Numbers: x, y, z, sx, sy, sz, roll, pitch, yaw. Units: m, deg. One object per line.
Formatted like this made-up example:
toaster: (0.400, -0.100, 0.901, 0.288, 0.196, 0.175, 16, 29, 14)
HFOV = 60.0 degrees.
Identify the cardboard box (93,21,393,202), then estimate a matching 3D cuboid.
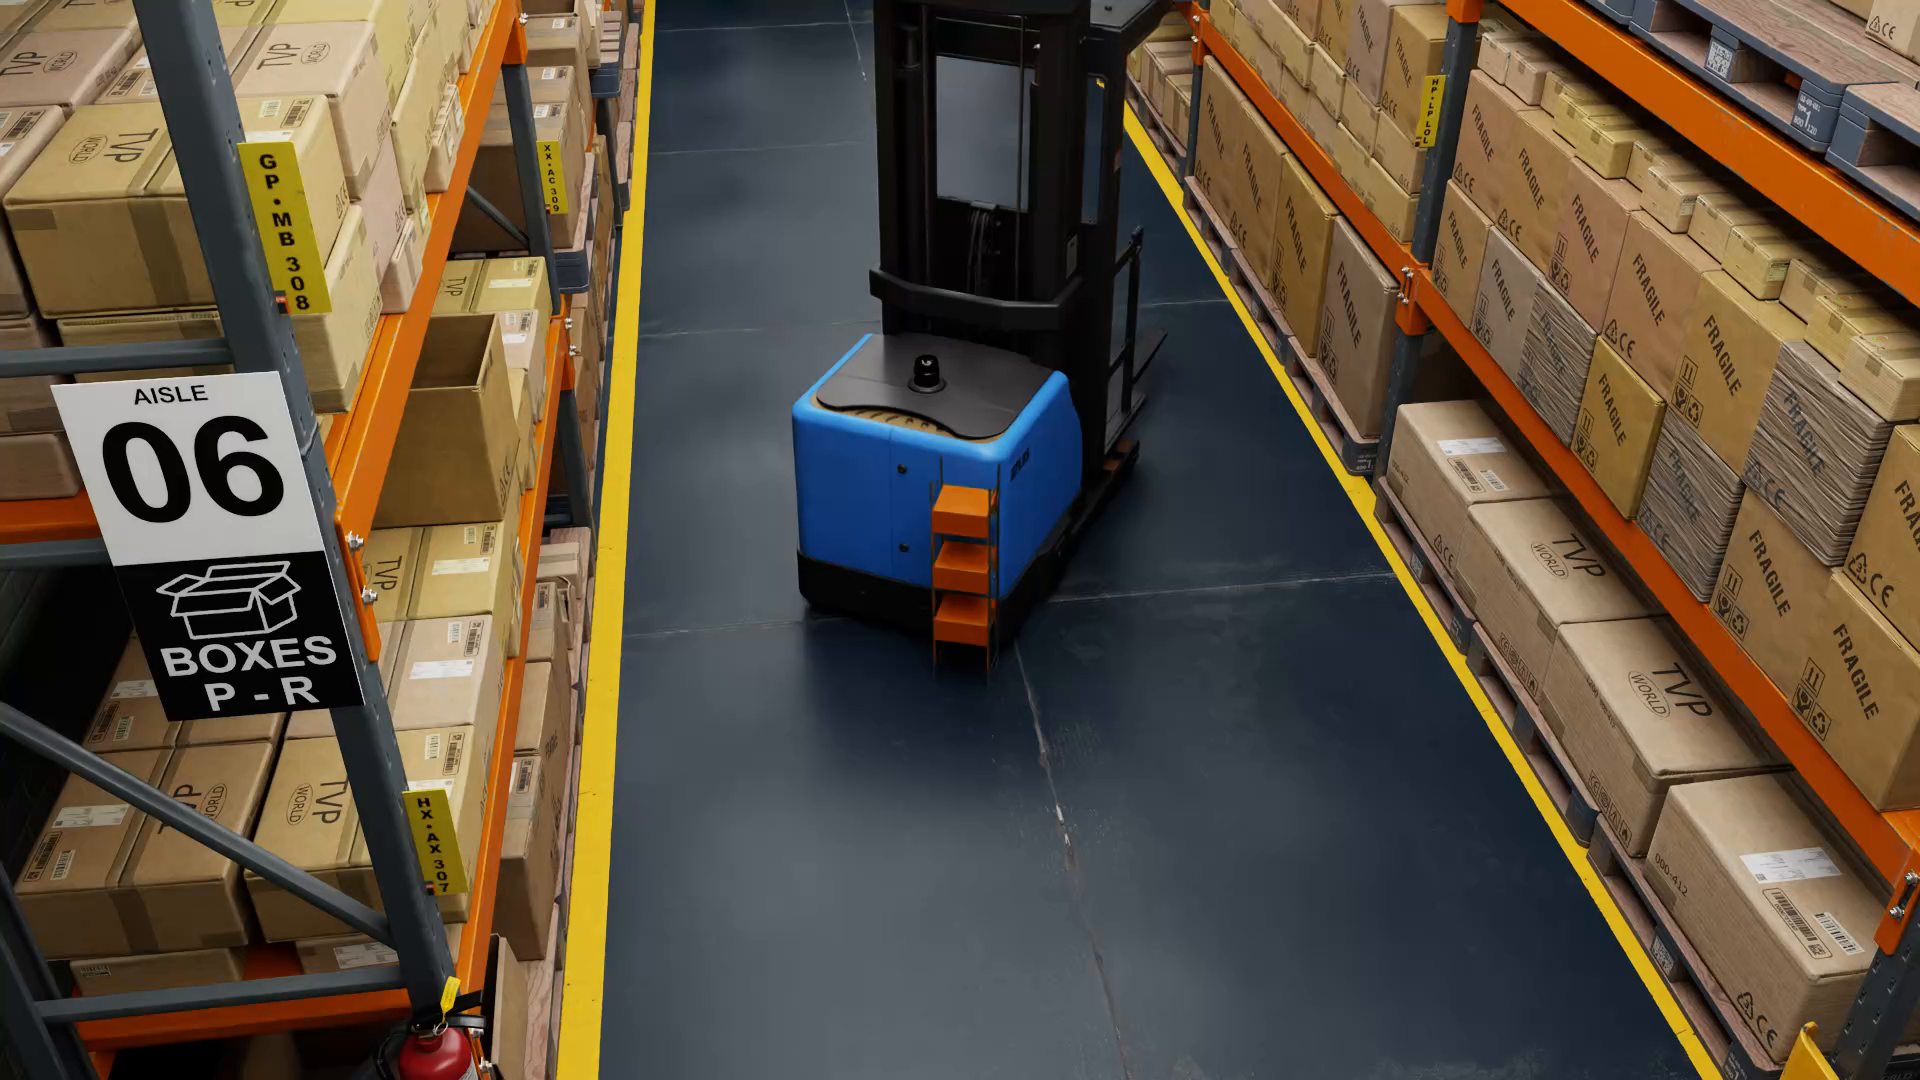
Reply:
cardboard box: (-1.598, -0.967, 3.766, 0.500, 0.250, 0.500, -5, 35, -7)

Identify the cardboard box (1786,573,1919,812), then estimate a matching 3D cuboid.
cardboard box: (2.853, 0.424, 4.876, 0.500, 0.500, 0.500, -4, 34, -6)

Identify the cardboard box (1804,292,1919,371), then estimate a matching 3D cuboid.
cardboard box: (2.765, -0.615, 4.936, 0.380, 0.149, 0.250, -4, 34, -5)

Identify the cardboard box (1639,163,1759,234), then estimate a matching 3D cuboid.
cardboard box: (2.614, -1.193, 5.785, 0.380, 0.149, 0.250, -4, 35, -6)

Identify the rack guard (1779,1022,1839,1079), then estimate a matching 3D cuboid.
rack guard: (3.184, 1.761, 5.223, 1.175, 0.500, 0.348, -4, 35, -6)

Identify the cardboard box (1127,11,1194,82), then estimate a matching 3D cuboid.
cardboard box: (1.835, -3.988, 13.400, 0.950, 0.372, 0.625, -3, 34, -5)

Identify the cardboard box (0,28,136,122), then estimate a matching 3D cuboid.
cardboard box: (-2.143, -0.932, 3.715, 0.500, 0.250, 0.500, -5, 35, -8)

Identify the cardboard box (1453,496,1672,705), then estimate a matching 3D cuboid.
cardboard box: (2.742, 0.225, 7.158, 0.875, 0.438, 0.875, -5, 35, -8)

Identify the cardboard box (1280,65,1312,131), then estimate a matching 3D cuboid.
cardboard box: (2.142, -2.542, 9.450, 0.500, 0.250, 0.500, -4, 35, -6)

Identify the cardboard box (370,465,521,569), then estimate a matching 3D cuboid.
cardboard box: (-1.761, -0.090, 5.587, 0.500, 0.250, 0.500, -5, 35, -8)

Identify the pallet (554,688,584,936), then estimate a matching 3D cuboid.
pallet: (-2.017, 1.078, 6.481, 1.003, 0.211, 1.213, -4, 35, -6)

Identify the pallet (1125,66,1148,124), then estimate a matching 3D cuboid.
pallet: (1.840, -3.713, 13.511, 1.003, 0.211, 1.213, -4, 35, -6)

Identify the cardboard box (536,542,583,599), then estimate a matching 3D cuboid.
cardboard box: (-1.909, 0.153, 7.520, 0.380, 0.149, 0.250, -5, 35, -8)

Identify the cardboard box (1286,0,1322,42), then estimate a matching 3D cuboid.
cardboard box: (2.124, -3.063, 9.104, 0.500, 0.500, 0.500, -4, 34, -6)

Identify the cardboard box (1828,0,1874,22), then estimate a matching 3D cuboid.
cardboard box: (3.058, -1.918, 5.186, 0.500, 0.500, 0.500, -4, 34, -6)

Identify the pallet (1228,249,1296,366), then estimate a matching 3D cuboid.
pallet: (2.297, -1.473, 10.224, 1.003, 0.211, 1.213, -4, 35, -6)

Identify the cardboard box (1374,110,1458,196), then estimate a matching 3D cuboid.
cardboard box: (2.342, -1.890, 8.049, 0.500, 0.250, 0.500, -4, 35, -6)

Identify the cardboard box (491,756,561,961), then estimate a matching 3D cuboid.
cardboard box: (-1.802, 1.123, 5.785, 0.700, 0.500, 0.500, -3, 34, -4)

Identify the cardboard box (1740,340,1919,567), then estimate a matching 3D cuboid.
cardboard box: (2.780, -0.281, 5.022, 0.500, 0.500, 0.500, -4, 35, -6)

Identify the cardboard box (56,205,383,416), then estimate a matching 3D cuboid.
cardboard box: (-1.526, -0.477, 3.491, 0.500, 0.250, 0.500, -5, 35, -7)

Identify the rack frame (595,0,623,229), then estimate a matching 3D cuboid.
rack frame: (-2.813, -3.372, 10.534, 1.000, 3.000, 0.127, -4, 35, -6)

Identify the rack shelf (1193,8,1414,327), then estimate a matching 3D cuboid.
rack shelf: (2.374, -2.337, 9.654, 1.077, 0.370, 4.000, -4, 35, -6)

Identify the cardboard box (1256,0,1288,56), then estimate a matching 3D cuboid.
cardboard box: (2.051, -3.026, 9.715, 0.500, 0.250, 0.500, -4, 35, -7)

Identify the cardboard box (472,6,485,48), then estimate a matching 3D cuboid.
cardboard box: (-1.877, -1.810, 5.802, 0.380, 0.149, 0.250, -3, 34, -5)

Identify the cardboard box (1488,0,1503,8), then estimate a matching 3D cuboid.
cardboard box: (2.773, -2.521, 8.310, 0.500, 0.500, 0.500, -5, 35, -7)

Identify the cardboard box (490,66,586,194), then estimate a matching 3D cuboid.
cardboard box: (-2.188, -1.931, 7.958, 0.700, 0.500, 0.500, -4, 34, -6)

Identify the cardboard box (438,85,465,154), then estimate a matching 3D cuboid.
cardboard box: (-1.698, -1.240, 4.966, 0.380, 0.149, 0.250, -4, 34, -5)

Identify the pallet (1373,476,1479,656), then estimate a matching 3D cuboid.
pallet: (2.667, 0.065, 7.968, 1.003, 0.211, 1.213, -4, 35, -6)

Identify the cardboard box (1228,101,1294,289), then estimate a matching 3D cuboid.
cardboard box: (2.231, -2.156, 10.264, 0.875, 0.875, 0.875, -4, 34, -6)

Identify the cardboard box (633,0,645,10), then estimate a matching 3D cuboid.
cardboard box: (-3.088, -4.936, 14.899, 0.500, 0.250, 0.500, -4, 34, -6)

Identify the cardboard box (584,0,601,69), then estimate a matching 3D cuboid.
cardboard box: (-2.351, -2.919, 9.630, 0.500, 0.250, 0.500, -6, 35, -9)

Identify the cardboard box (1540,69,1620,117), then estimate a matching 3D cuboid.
cardboard box: (2.555, -1.763, 6.621, 0.380, 0.149, 0.250, -5, 35, -7)

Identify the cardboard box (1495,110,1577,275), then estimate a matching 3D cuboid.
cardboard box: (2.528, -1.406, 6.673, 0.500, 0.500, 0.500, -5, 35, -7)

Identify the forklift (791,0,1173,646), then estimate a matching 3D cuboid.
forklift: (0.299, -1.557, 7.932, 1.130, 2.935, 3.031, 14, 37, 19)

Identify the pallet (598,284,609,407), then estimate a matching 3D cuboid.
pallet: (-2.590, -1.121, 9.707, 1.003, 0.211, 1.213, -4, 35, -6)

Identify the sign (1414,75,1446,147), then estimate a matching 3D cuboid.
sign: (2.106, -1.917, 7.442, 0.100, 0.325, 0.005, -4, 35, -6)

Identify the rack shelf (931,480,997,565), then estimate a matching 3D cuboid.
rack shelf: (0.023, -0.072, 6.936, 0.240, 0.259, 0.215, 7, 35, 11)

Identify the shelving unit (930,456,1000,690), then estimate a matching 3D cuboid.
shelving unit: (0.024, 0.153, 7.091, 0.252, 1.050, 0.215, 7, 35, 11)

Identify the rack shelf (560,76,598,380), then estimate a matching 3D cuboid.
rack shelf: (-2.544, -1.959, 9.099, 1.077, 0.370, 4.000, -4, 35, -6)

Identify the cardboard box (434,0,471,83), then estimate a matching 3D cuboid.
cardboard box: (-1.825, -1.614, 5.160, 0.500, 0.250, 0.500, -4, 34, -5)

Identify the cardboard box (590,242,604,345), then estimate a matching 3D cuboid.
cardboard box: (-2.325, -1.433, 9.535, 0.500, 0.500, 0.500, -6, 35, -8)

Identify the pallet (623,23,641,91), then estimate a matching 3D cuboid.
pallet: (-3.214, -4.044, 13.996, 1.003, 0.211, 1.213, -4, 35, -6)

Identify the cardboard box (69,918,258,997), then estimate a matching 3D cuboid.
cardboard box: (-2.048, 1.031, 4.296, 0.380, 0.149, 0.250, -5, 35, -7)

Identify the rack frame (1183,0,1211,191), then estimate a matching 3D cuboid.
rack frame: (2.105, -3.750, 11.089, 1.000, 3.000, 0.127, -4, 35, -6)

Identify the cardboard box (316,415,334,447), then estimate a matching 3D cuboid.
cardboard box: (-1.550, -0.239, 3.496, 0.380, 0.149, 0.250, -4, 34, -5)

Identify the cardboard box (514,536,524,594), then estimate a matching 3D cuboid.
cardboard box: (-1.689, 0.124, 5.628, 0.380, 0.149, 0.250, -4, 34, -5)

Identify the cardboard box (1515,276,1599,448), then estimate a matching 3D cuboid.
cardboard box: (2.570, -0.718, 6.552, 0.500, 0.500, 0.500, -4, 34, -6)

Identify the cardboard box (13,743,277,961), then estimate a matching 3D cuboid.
cardboard box: (-2.062, 0.795, 4.289, 0.500, 0.250, 0.500, -3, 34, -5)

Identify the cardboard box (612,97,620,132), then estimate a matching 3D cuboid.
cardboard box: (-2.979, -3.277, 12.131, 0.875, 0.625, 0.625, -3, 34, -5)
